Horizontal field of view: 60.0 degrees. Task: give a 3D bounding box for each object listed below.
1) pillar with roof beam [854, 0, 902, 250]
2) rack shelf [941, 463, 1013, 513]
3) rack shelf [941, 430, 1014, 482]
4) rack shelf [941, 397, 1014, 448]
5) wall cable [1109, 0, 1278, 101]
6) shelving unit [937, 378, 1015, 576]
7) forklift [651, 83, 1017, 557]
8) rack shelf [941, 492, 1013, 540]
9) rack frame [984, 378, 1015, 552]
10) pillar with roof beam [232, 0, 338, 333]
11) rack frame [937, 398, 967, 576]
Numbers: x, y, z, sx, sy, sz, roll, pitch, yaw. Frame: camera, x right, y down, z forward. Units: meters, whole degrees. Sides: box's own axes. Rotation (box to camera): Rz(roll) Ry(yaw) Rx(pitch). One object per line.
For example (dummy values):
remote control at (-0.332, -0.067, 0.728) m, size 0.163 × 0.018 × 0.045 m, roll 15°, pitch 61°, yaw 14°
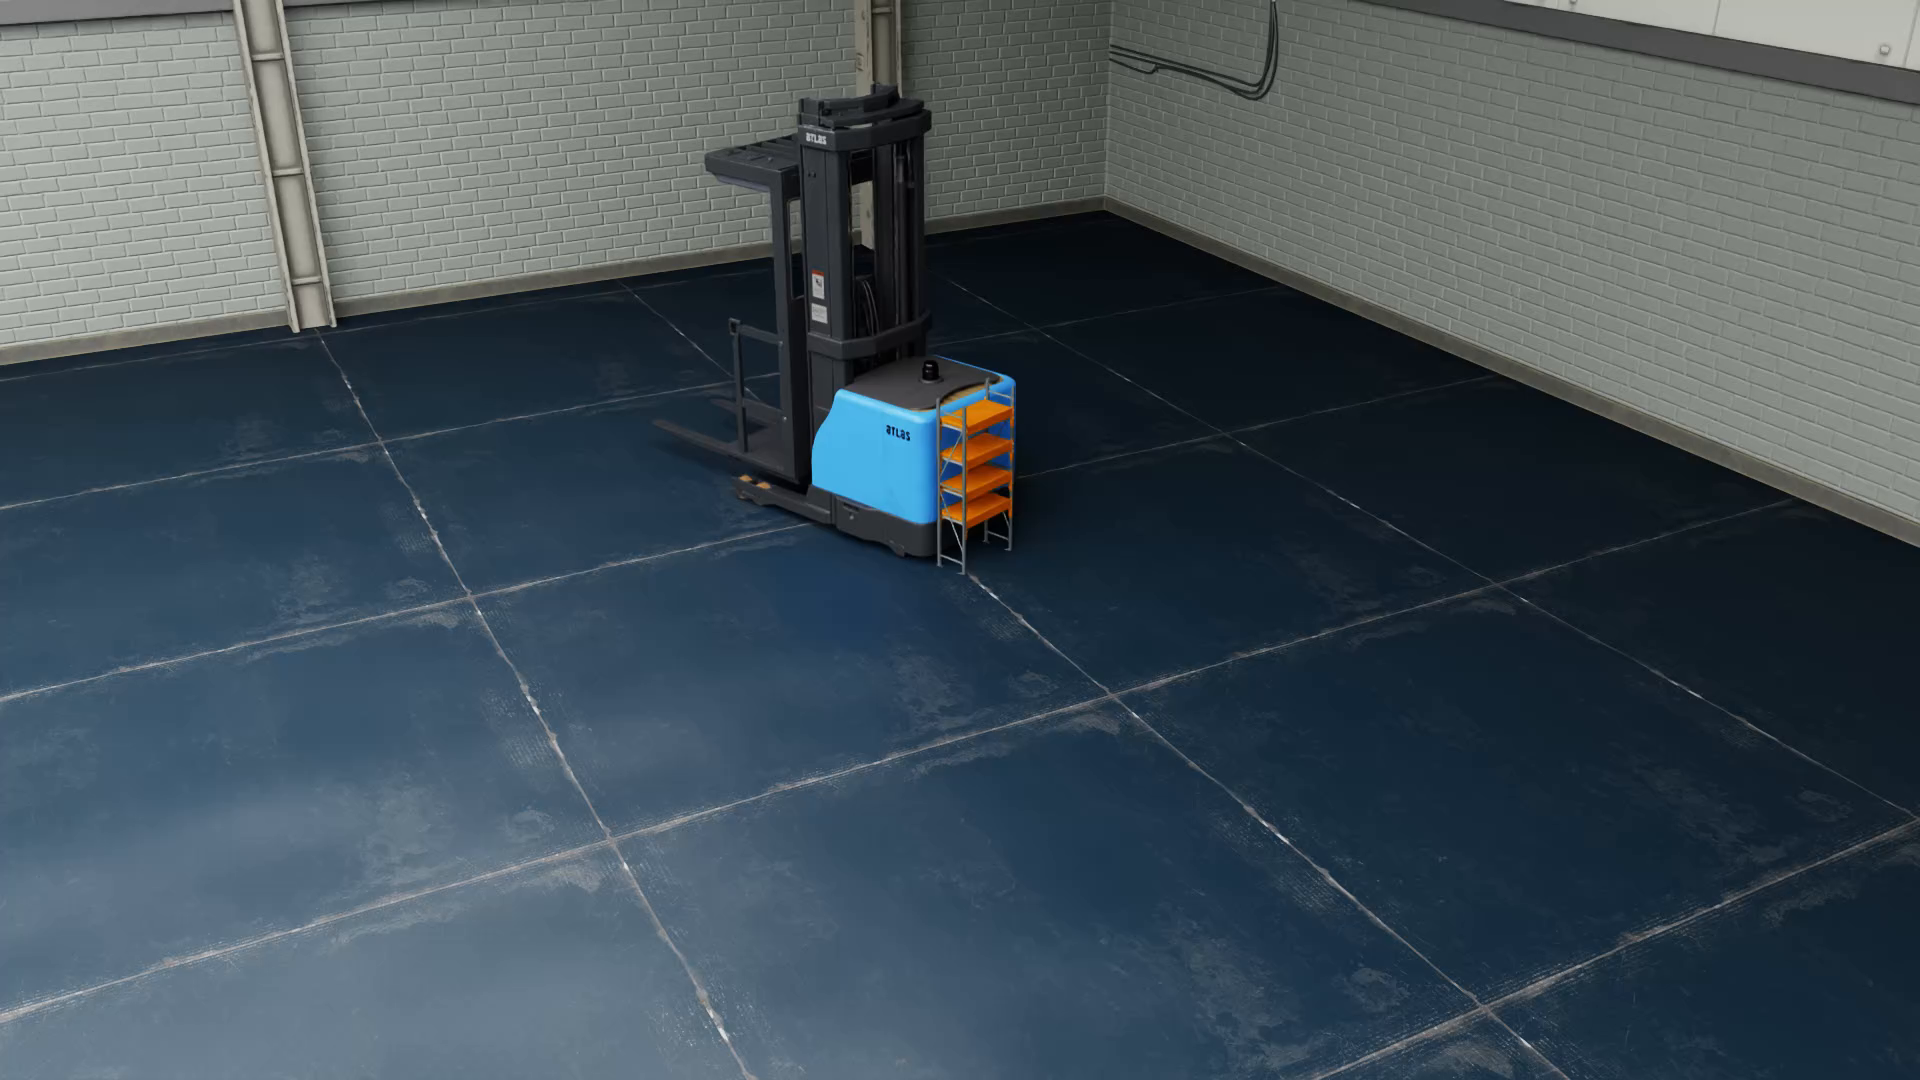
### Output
pillar with roof beam at (1.170, -5.679, 12.983) m, size 0.400 × 9.000 × 9.100 m, roll -13°, pitch 29°, yaw -25°
rack shelf at (0.104, -0.356, 11.062) m, size 0.258 × 0.148 × 0.480 m, roll 21°, pitch 32°, yaw 36°
rack shelf at (0.104, -0.558, 10.965) m, size 0.258 × 0.148 × 0.480 m, roll 21°, pitch 32°, yaw 36°
rack shelf at (0.105, -0.771, 10.862) m, size 0.258 × 0.148 × 0.480 m, roll 21°, pitch 32°, yaw 36°
wall cable at (2.366, -6.018, 17.277) m, size 0.112 × 2.526 × 3.097 m, roll -13°, pitch 29°, yaw -25°
shelving unit at (0.104, -0.417, 11.033) m, size 0.258 × 1.200 × 0.503 m, roll 21°, pitch 32°, yaw 36°
forklift at (-1.044, -1.723, 11.755) m, size 3.031 × 2.935 × 1.130 m, roll 20°, pitch 32°, yaw 36°
rack shelf at (0.104, -0.177, 11.149) m, size 0.258 × 0.148 × 0.480 m, roll 21°, pitch 32°, yaw 36°
rack frame at (0.263, -0.497, 11.200) m, size 0.240 × 1.200 × 0.015 m, roll 21°, pitch 32°, yaw 36°
pillar with roof beam at (-4.124, -4.457, 10.437) m, size 0.400 × 9.000 × 9.100 m, roll -13°, pitch 29°, yaw -25°
rack frame at (-0.055, -0.337, 10.866) m, size 0.240 × 1.200 × 0.015 m, roll 21°, pitch 32°, yaw 36°
